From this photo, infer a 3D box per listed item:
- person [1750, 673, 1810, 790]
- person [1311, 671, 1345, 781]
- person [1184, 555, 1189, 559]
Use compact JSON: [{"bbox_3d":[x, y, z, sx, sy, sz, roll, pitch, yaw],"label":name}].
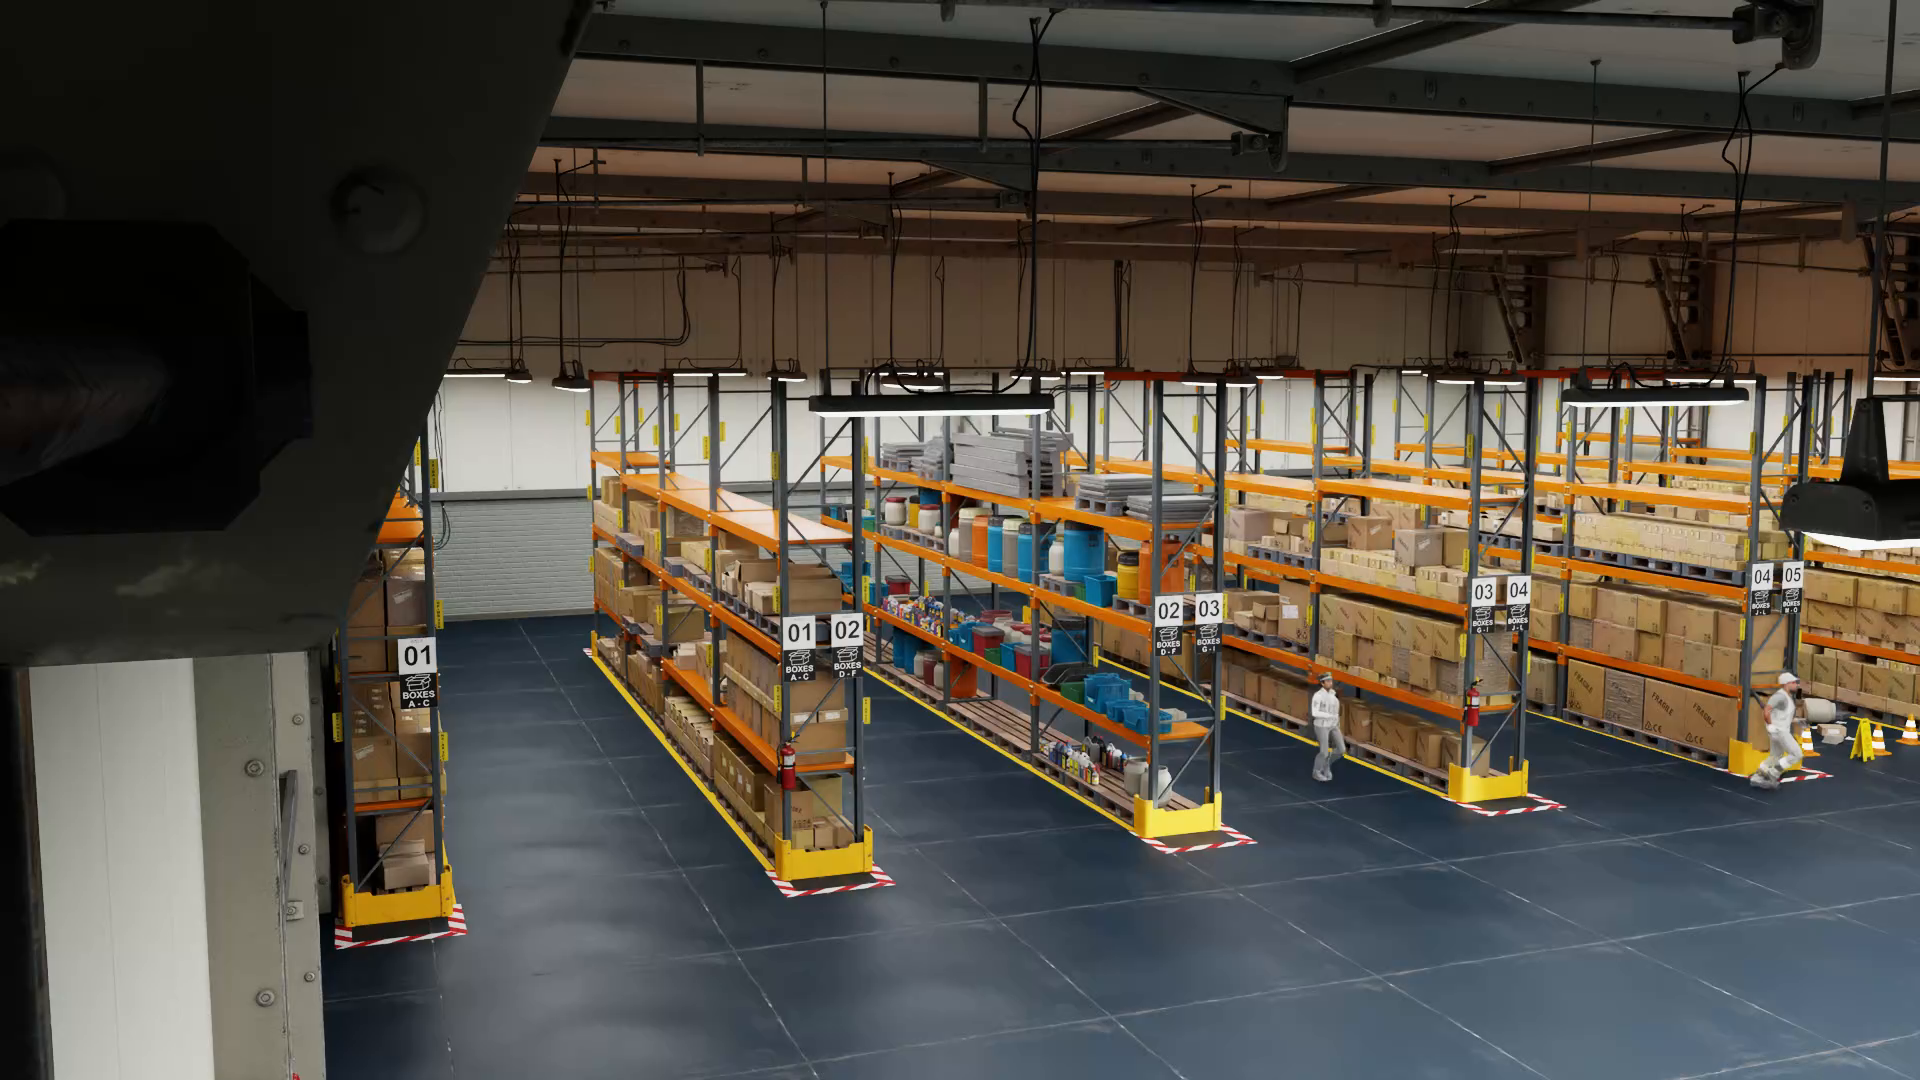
[{"bbox_3d":[11.911,2.767,24.122,0.731,1.712,0.585,3,7,27],"label":"person"},{"bbox_3d":[5.464,2.760,24.558,0.591,1.650,0.599,-4,7,-31],"label":"person"},{"bbox_3d":[5.250,0.937,40.592,0.714,1.789,0.674,6,9,43],"label":"person"}]
